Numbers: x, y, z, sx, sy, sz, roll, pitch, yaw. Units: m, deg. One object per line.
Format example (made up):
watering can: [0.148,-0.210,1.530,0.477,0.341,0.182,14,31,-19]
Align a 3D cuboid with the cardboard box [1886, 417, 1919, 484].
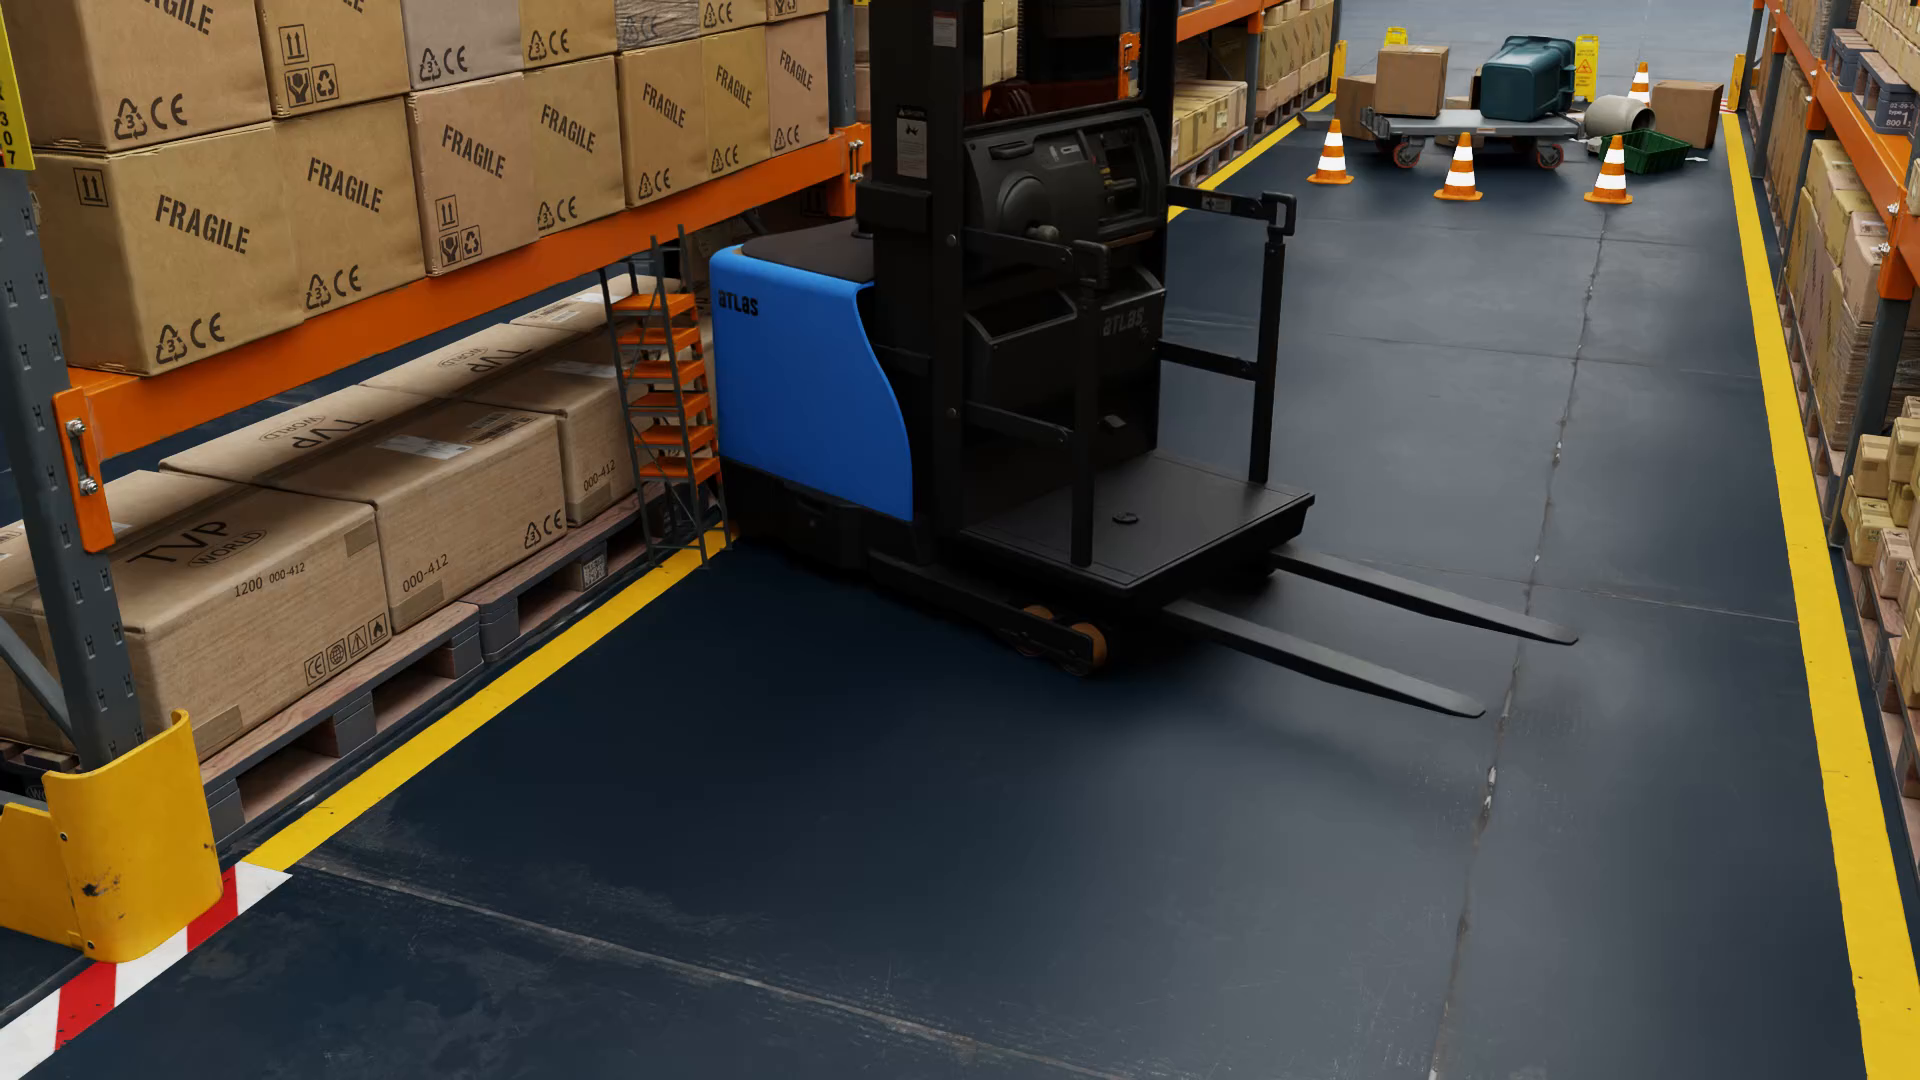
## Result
cardboard box: [3.234,-0.269,5.385,0.380,0.149,0.250,10,25,23]

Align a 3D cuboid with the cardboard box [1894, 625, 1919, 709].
cardboard box: [2.833,0.376,4.612,0.380,0.149,0.250,8,24,19]

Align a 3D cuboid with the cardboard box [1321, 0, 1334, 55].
cardboard box: [3.480,-5.214,16.890,0.500,0.500,0.500,9,24,20]

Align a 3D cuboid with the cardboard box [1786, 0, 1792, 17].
cardboard box: [6.051,-3.879,11.514,0.500,0.500,0.500,9,24,20]

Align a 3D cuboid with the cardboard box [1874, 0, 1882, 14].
cardboard box: [4.636,-2.609,7.999,0.380,0.149,0.250,8,24,18]

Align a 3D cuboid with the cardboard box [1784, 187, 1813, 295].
cardboard box: [4.698,-1.555,8.780,0.500,0.500,0.500,8,24,18]

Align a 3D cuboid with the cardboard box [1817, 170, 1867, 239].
cardboard box: [4.332,-1.549,7.792,0.500,0.250,0.500,9,24,20]

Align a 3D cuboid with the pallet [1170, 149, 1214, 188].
pallet: [1.310,-2.832,12.755,1.003,0.211,1.213,9,24,20]

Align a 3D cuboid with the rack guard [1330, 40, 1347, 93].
rack guard: [3.507,-5.086,17.778,1.175,0.500,0.348,9,24,20]

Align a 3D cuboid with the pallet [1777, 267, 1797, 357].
pallet: [4.905,-1.165,8.766,1.003,0.211,1.213,9,24,20]

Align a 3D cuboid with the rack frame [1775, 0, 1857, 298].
rack frame: [5.197,-2.731,8.897,1.000,3.000,0.127,9,24,20]

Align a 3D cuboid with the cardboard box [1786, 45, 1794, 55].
cardboard box: [6.981,-3.591,13.168,0.875,0.875,0.875,9,24,21]

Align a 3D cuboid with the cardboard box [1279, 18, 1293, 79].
cardboard box: [2.707,-4.472,15.114,0.500,0.500,0.500,10,25,22]

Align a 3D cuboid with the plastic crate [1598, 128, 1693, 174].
plastic crate: [5.531,-3.142,13.453,0.662,0.188,0.450,-17,38,-35]

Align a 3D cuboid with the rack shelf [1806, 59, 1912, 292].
rack shelf: [4.454,-1.684,7.323,1.077,0.370,4.000,9,24,20]

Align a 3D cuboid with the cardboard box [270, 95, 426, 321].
cardboard box: [-1.801,-0.903,4.390,0.500,0.500,0.500,8,24,19]

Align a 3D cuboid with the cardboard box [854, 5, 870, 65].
cardboard box: [-0.497,-2.251,7.293,0.500,0.250,0.500,8,24,19]

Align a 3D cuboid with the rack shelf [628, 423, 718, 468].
rack shelf: [-1.016,-0.337,5.895,0.258,0.103,0.180,3,23,21]

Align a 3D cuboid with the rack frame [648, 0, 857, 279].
rack frame: [-0.922,-1.973,7.081,1.000,3.000,0.127,9,24,20]

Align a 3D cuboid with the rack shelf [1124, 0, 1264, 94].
rack shelf: [1.307,-3.788,12.359,1.077,0.370,4.000,9,24,20]

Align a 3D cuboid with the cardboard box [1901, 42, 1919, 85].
cardboard box: [4.057,-1.920,6.737,0.380,0.149,0.250,8,24,18]

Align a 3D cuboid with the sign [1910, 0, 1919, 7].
sign: [3.195,-1.912,5.434,0.100,0.325,0.005,9,24,20]

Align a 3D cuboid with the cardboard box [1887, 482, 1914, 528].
cardboard box: [3.269,-0.128,5.433,0.380,0.149,0.250,9,24,20]

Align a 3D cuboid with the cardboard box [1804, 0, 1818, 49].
cardboard box: [5.302,-3.155,9.783,0.500,0.500,0.500,9,24,20]

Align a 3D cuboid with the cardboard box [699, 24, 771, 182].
cardboard box: [-1.043,-1.631,6.134,0.500,0.500,0.500,8,24,19]

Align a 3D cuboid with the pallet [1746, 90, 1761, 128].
pallet: [7.944,-4.010,15.577,1.003,0.211,1.213,9,24,20]

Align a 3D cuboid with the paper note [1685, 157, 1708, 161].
paper note: [6.092,-3.163,13.783,0.147,0.020,0.142,-7,24,-17]

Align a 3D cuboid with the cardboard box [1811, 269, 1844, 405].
cardboard box: [3.943,-0.825,7.031,0.500,0.500,0.500,8,24,19]

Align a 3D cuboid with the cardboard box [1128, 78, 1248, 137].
cardboard box: [1.857,-3.629,13.910,0.950,0.372,0.625,9,24,21]

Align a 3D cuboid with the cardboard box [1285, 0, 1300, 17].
cardboard box: [2.908,-4.895,15.286,0.380,0.149,0.250,10,25,23]

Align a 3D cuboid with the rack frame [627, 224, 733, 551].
rack frame: [-1.000,-0.523,5.915,0.240,1.200,0.006,3,23,21]

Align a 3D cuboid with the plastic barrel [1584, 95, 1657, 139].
plastic barrel: [5.680,-3.600,14.318,0.421,0.421,0.512,-12,25,-26]

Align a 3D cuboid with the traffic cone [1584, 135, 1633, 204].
traffic cone: [4.783,-2.729,12.182,0.336,0.463,0.334,9,24,20]

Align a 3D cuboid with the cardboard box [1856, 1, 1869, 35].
cardboard box: [4.843,-2.678,8.551,0.380,0.149,0.250,8,24,19]

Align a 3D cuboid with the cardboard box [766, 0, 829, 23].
cardboard box: [-0.841,-2.272,6.370,0.500,0.500,0.500,9,24,20]

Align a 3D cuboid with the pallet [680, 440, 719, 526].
pallet: [-1.277,-0.425,6.993,1.003,0.211,1.213,9,24,20]

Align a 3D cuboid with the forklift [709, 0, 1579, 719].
forklift: [0.511,-1.153,5.207,3.031,2.935,1.130,19,29,38]

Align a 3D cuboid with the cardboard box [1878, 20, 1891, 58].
cardboard box: [4.448,-2.293,7.629,0.380,0.149,0.250,10,25,22]

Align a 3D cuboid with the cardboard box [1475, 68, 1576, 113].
cardboard box: [5.233,-4.124,15.470,0.797,0.503,0.637,-7,24,-17]

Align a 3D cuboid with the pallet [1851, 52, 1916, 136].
pallet: [4.500,-1.929,7.224,1.003,0.211,1.213,9,24,20]

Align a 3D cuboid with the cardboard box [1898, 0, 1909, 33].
cardboard box: [4.258,-2.244,7.126,0.380,0.149,0.250,10,25,22]

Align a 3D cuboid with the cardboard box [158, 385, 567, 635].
cardboard box: [-1.923,-0.132,5.453,0.875,0.438,0.875,9,24,21]

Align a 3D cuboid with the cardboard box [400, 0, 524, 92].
cardboard box: [-1.596,-1.551,4.644,0.500,0.500,0.500,9,24,20]

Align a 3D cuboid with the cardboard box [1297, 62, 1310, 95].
cardboard box: [3.096,-4.492,16.134,0.500,0.250,0.500,8,24,18]

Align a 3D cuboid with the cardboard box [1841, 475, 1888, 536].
cardboard box: [3.278,-0.094,5.737,0.380,0.149,0.250,8,24,18]

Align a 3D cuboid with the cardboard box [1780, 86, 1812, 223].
cardboard box: [5.828,-2.405,10.491,1.050,0.750,0.750,9,24,21]

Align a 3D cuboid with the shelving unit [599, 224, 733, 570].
shelving unit: [-1.032,-0.490,5.836,0.258,1.200,0.189,3,23,21]

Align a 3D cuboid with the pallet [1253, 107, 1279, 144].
pallet: [2.266,-3.794,15.059,1.003,0.211,1.213,9,24,20]

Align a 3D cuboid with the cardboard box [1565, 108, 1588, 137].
cardboard box: [5.611,-3.780,14.955,0.396,0.266,0.258,13,26,29]
